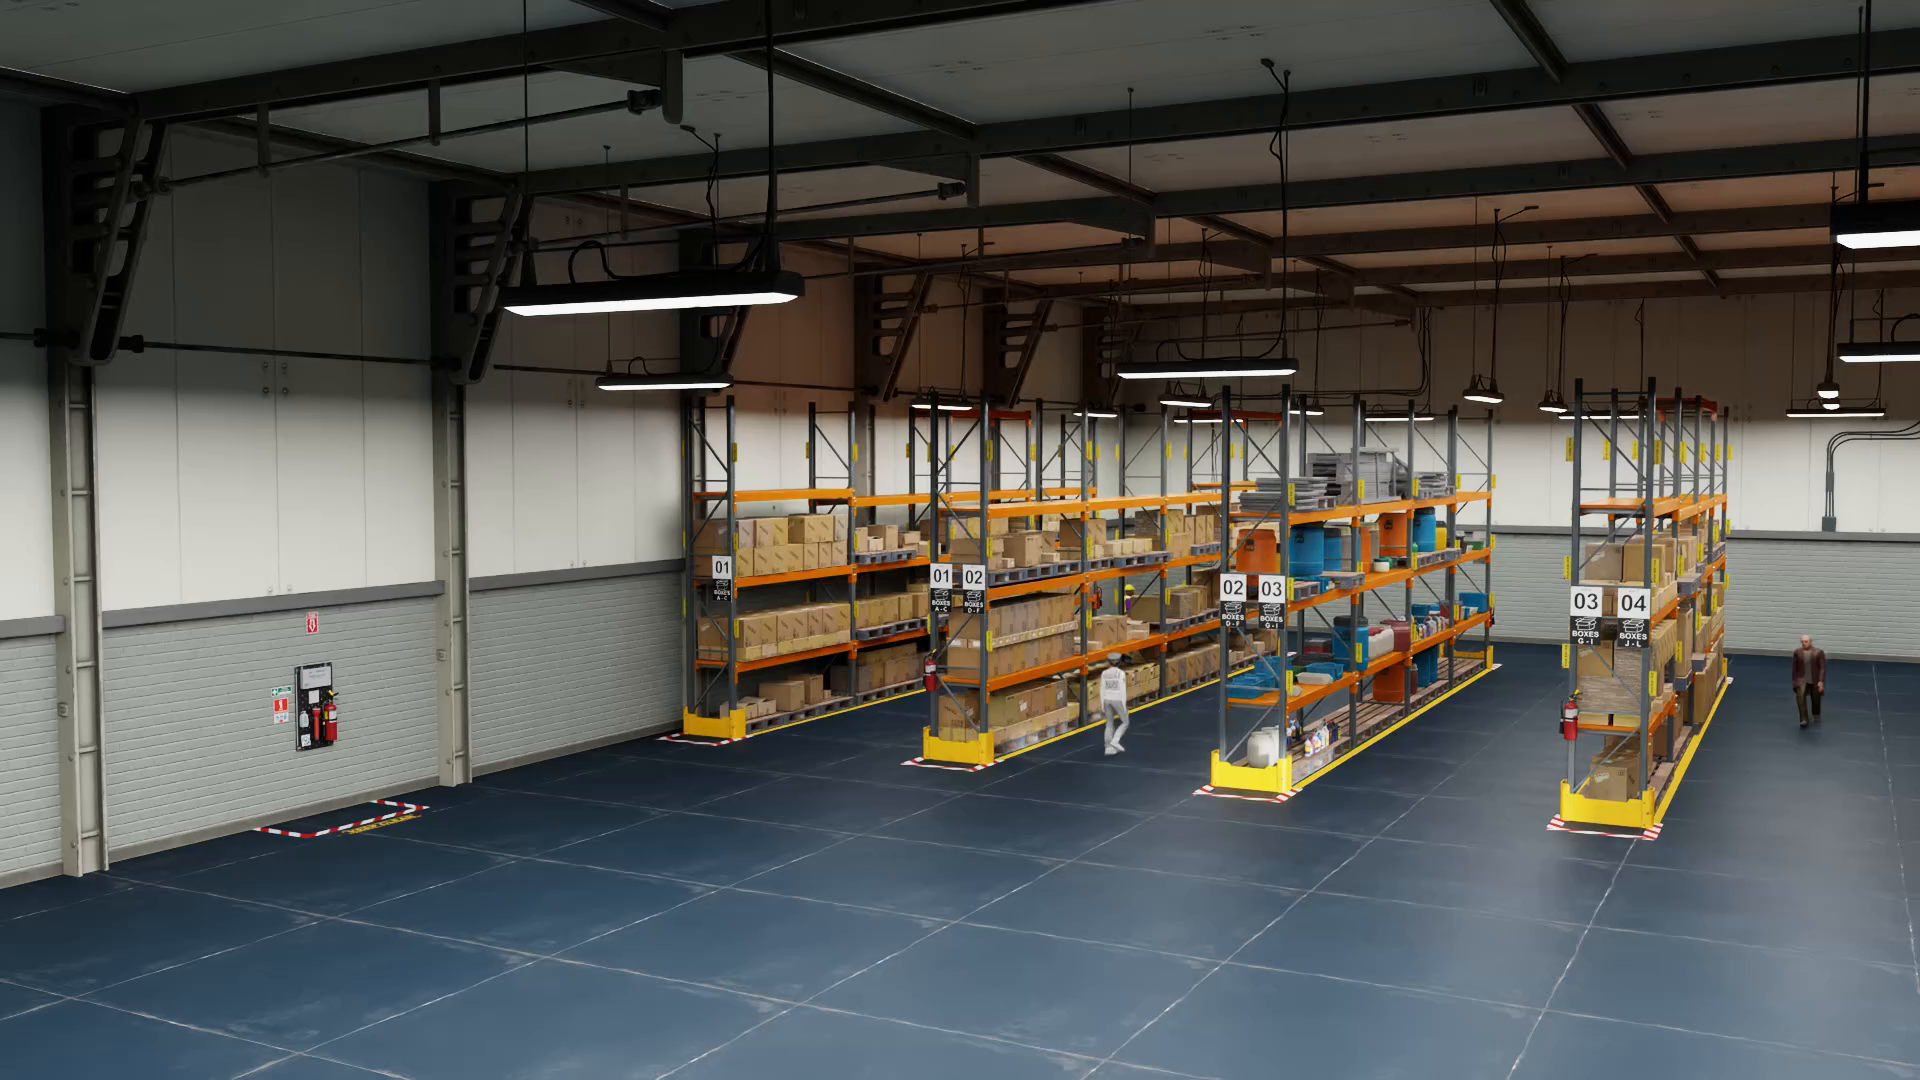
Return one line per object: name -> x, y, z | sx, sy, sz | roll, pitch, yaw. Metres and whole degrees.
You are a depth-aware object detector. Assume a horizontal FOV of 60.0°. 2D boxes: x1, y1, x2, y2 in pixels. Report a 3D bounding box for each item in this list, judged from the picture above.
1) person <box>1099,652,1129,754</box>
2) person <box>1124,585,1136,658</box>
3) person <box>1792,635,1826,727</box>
person -> 2.548, 2.703, 27.576 | 0.516, 1.674, 0.434 | 3, 4, 40
person -> 4.113, 1.995, 40.660 | 0.436, 1.802, 0.661 | -1, 3, -10
person -> 15.558, 2.566, 30.497 | 0.574, 1.661, 1.125 | 2, 4, 33
